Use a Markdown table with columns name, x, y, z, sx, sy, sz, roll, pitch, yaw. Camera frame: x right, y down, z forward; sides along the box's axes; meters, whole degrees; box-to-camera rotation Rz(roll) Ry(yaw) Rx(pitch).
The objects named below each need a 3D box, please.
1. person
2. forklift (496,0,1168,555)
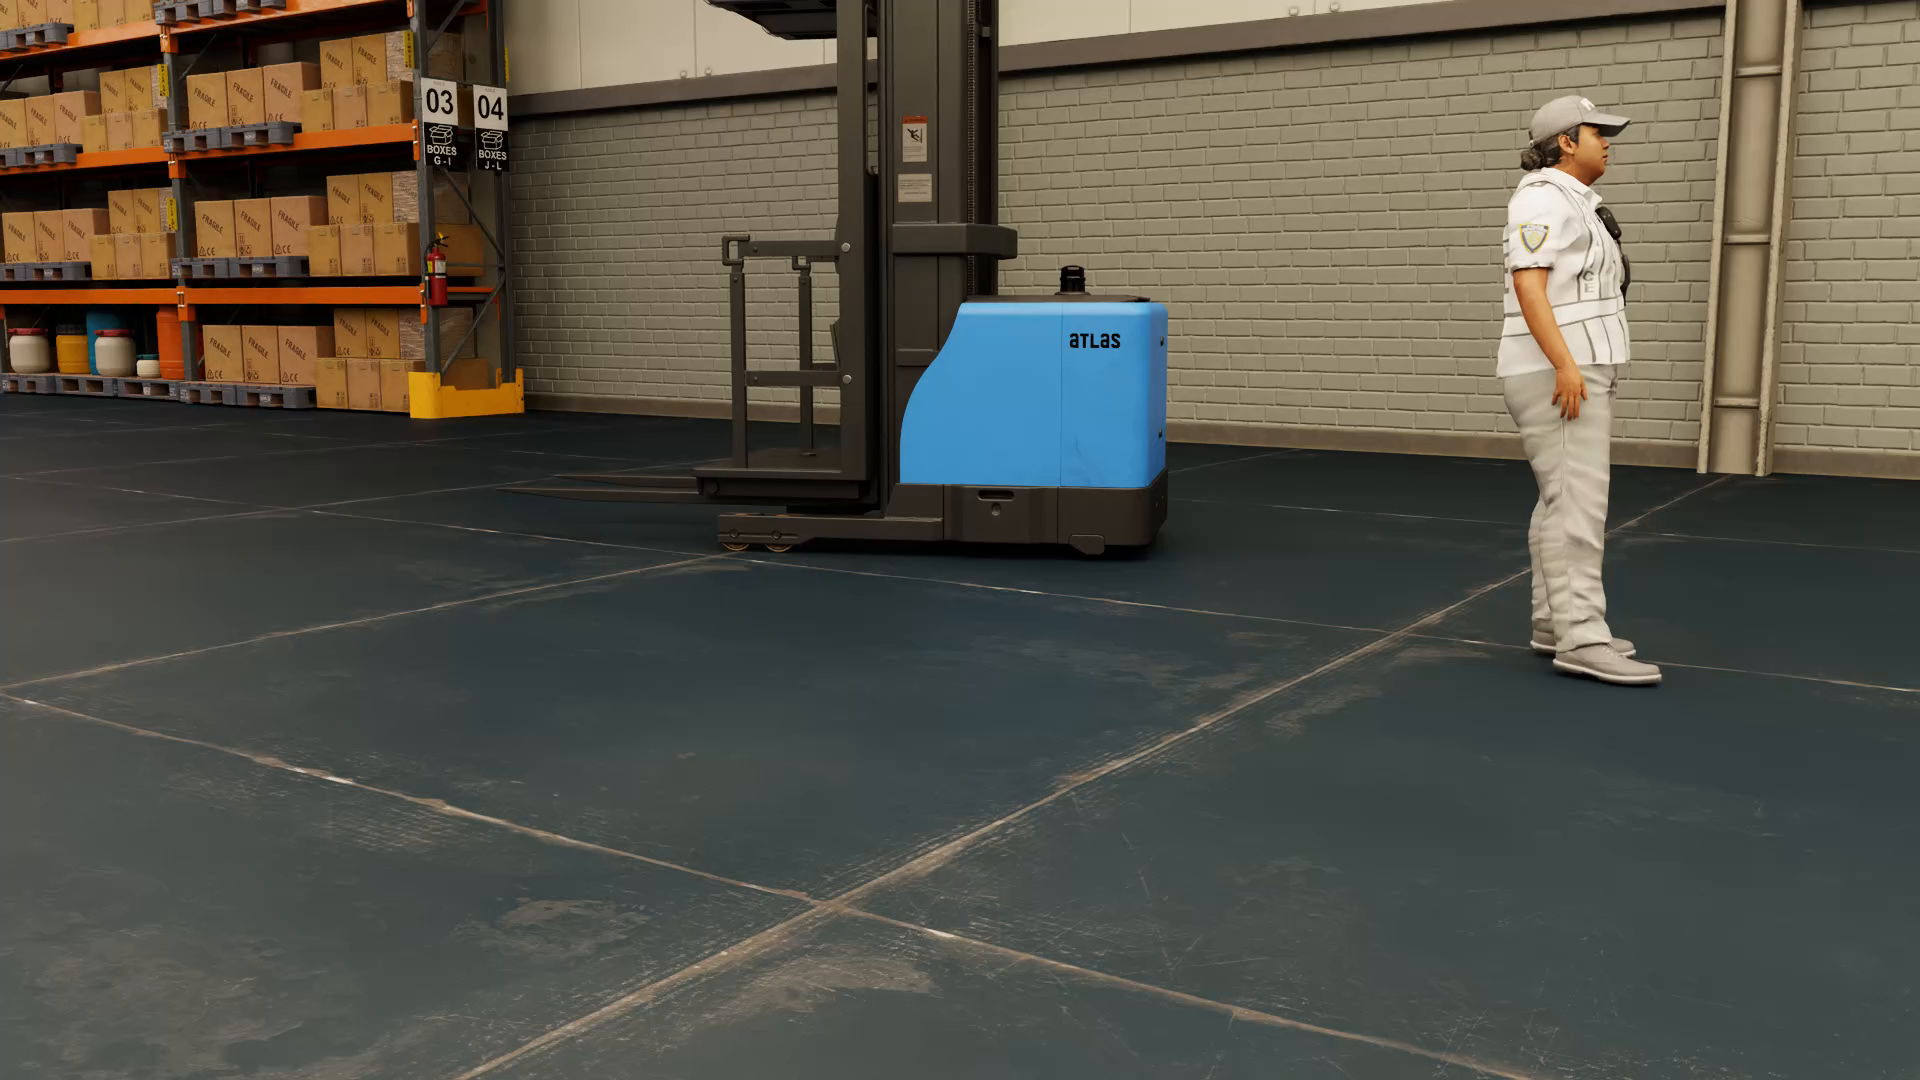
| name | x | y | z | sx | sy | sz | roll | pitch | yaw |
| --- | --- | --- | --- | --- | --- | --- | --- | --- | --- |
| person | 1.862 | -0.466 | 4.906 | 0.529 | 1.670 | 0.598 | 4 | 9 | 29 |
| forklift | -0.596 | -1.469 | 7.520 | 3.031 | 2.935 | 1.130 | 2 | 8 | 12 |
